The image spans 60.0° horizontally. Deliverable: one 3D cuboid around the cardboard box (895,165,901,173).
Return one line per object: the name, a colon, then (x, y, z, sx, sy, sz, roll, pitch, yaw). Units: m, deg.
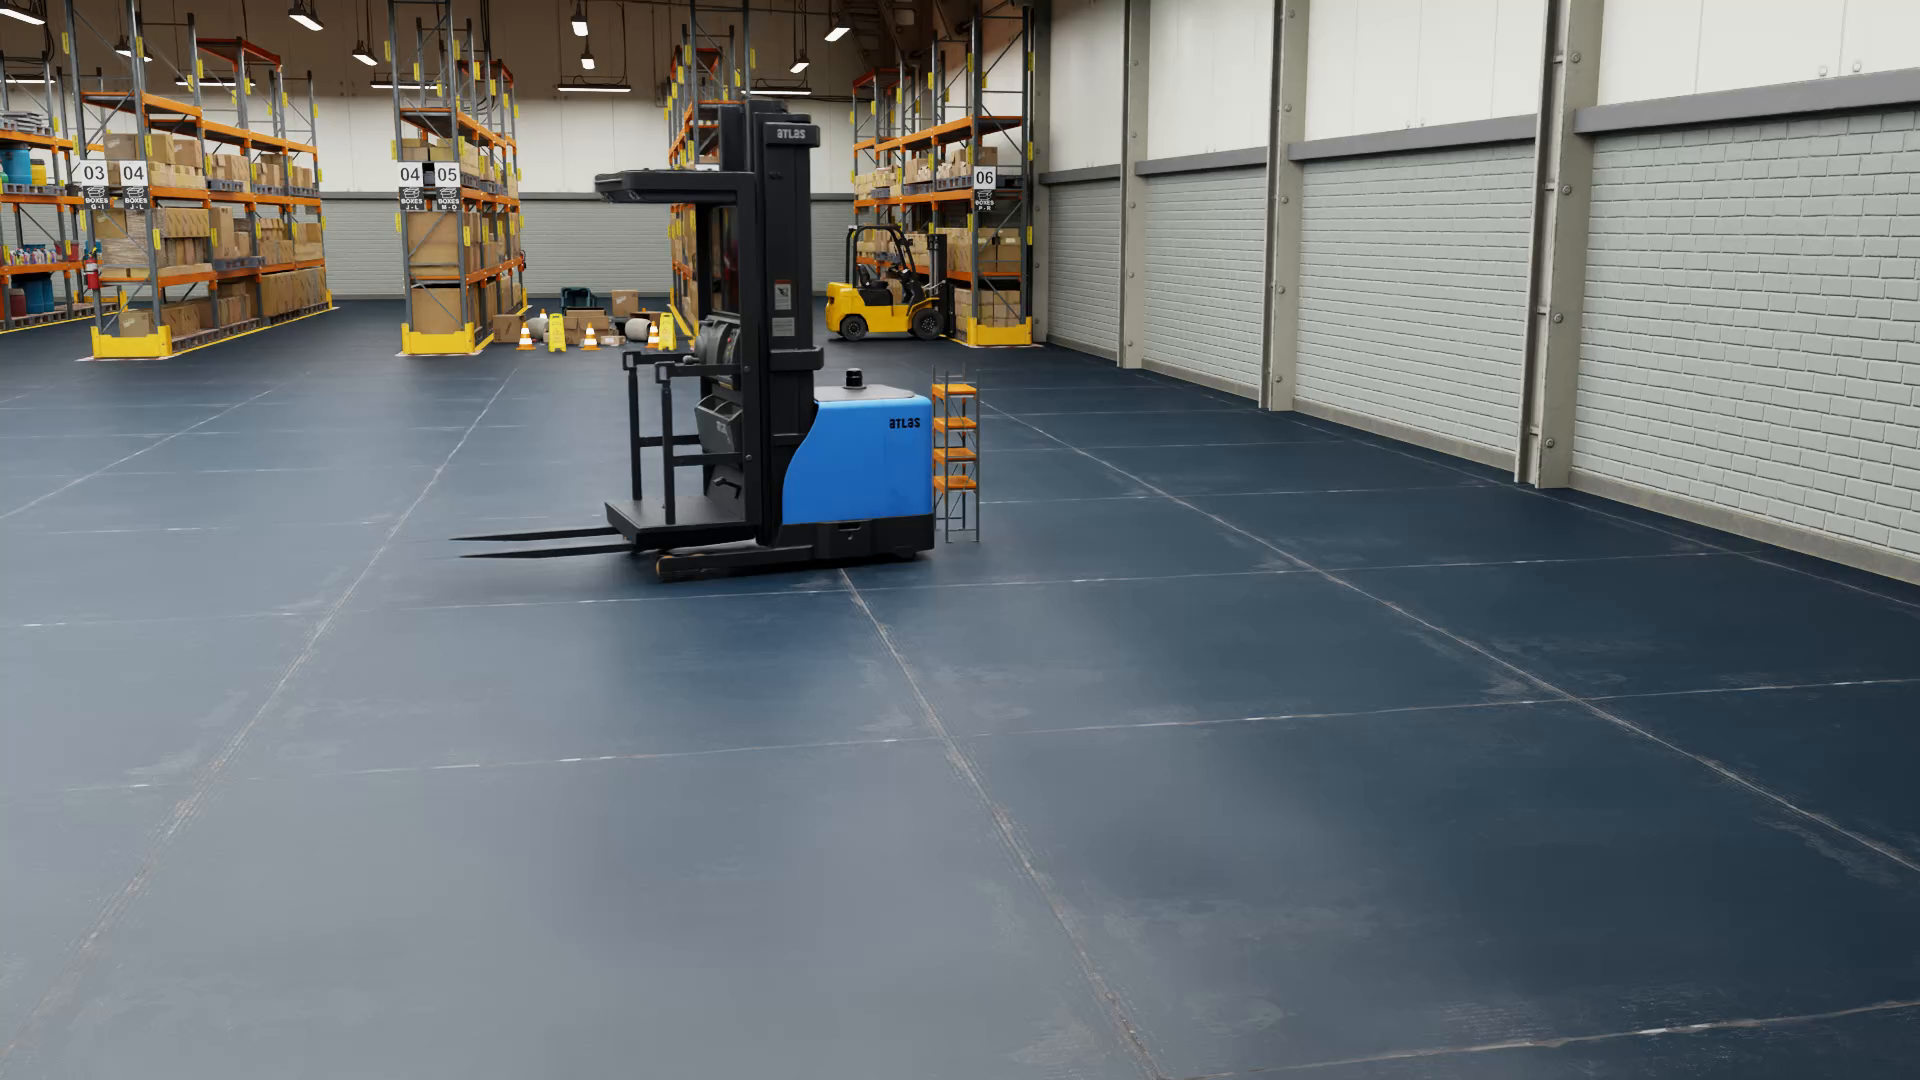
cardboard box: (-1.401, -9.145, 41.079, 0.396, 0.266, 0.258, -2, 11, -11)

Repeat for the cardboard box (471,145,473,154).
cardboard box: (-9.178, -7.200, 30.629, 0.380, 0.149, 0.250, -2, 11, -11)

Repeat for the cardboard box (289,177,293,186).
cardboard box: (-16.512, -8.768, 40.059, 0.700, 0.500, 0.500, -2, 11, -8)

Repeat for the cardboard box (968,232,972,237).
cardboard box: (0.367, -5.706, 30.857, 0.380, 0.149, 0.250, -2, 11, -11)

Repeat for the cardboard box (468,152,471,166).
cardboard box: (-9.120, -6.887, 30.053, 0.500, 0.250, 0.500, -2, 11, -11)

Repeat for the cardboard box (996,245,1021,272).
cardboard box: (0.898, -5.240, 30.939, 0.500, 0.500, 0.500, -2, 11, -9)

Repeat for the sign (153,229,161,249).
sign: (-13.335, -4.994, 27.595, 0.100, 0.325, 0.005, -2, 11, -11)

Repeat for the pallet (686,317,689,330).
pallet: (-5.318, -4.640, 35.509, 1.003, 0.211, 1.213, -2, 11, -11)

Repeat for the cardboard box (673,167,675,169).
cardboard box: (-6.593, -8.667, 39.795, 0.500, 0.500, 0.500, -2, 11, -12)

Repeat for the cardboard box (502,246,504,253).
cardboard box: (-10.947, -6.835, 39.135, 0.380, 0.149, 0.250, -2, 11, -11)

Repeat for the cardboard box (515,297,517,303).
cardboard box: (-11.364, -6.032, 41.868, 0.380, 0.149, 0.250, -2, 11, -13)

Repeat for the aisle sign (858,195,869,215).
aisle sign: (-2.691, -9.304, 45.602, 0.394, 0.787, 0.004, -2, 11, -11)

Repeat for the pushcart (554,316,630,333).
pushcart: (-7.151, -4.262, 33.082, 1.648, 0.377, 0.936, -6, 13, -31)

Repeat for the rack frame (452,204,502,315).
rack frame: (-10.538, -6.178, 36.132, 1.000, 3.000, 0.127, -2, 11, -11)

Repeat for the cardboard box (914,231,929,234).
cardboard box: (-0.781, -6.913, 38.604, 0.500, 0.500, 0.500, -2, 11, -8)

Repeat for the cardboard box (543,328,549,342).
cardboard box: (-7.619, -3.853, 31.228, 0.396, 0.266, 0.258, 0, 11, -1)

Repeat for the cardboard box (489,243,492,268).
cardboard box: (-9.792, -5.784, 33.795, 0.500, 0.500, 0.500, -2, 11, -11)

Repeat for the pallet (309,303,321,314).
pallet: (-16.513, -5.746, 41.322, 1.003, 0.211, 1.213, -2, 11, -11)

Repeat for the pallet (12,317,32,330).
pallet: (-20.476, -4.609, 35.347, 1.003, 0.211, 1.213, -2, 11, -11)

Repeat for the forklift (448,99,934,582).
forklift: (-1.737, -1.290, 10.633, 3.031, 2.935, 1.130, -4, 12, -22)

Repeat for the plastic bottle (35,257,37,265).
plastic bottle: (-20.376, -6.164, 36.592, 0.097, 0.201, 0.097, 0, 11, 0)

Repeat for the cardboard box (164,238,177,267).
cardboard box: (-14.217, -5.026, 29.019, 0.875, 0.500, 0.500, -2, 11, -11)

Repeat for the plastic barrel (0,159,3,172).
plastic barrel: (-20.774, -7.902, 35.682, 0.433, 0.535, 0.433, 0, 11, 0)

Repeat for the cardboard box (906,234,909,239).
cardboard box: (-1.008, -6.807, 37.436, 0.380, 0.149, 0.250, -2, 11, -10)

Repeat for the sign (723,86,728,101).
sign: (-5.172, -9.843, 36.632, 0.100, 0.325, 0.005, -2, 11, -11)

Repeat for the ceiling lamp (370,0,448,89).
ceiling lamp: (-15.014, -13.882, 44.954, 2.000, 3.185, 0.800, -2, 11, -11)

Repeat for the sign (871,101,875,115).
sign: (-2.148, -10.720, 41.239, 0.100, 0.325, 0.005, -2, 11, -11)

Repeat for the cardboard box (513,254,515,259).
cardboard box: (-11.354, -7.092, 41.605, 0.380, 0.149, 0.250, -2, 11, -8)

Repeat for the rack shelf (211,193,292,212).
rack shelf: (-15.812, -7.503, 36.995, 1.077, 0.370, 4.000, -2, 11, -11)

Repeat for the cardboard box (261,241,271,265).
cardboard box: (-15.353, -6.259, 36.289, 0.500, 0.500, 0.500, -2, 11, -13)

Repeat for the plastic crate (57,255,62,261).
plastic crate: (-21.010, -6.560, 38.684, 0.396, 0.136, 0.243, -2, 11, -11)

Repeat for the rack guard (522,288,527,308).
rack guard: (-12.079, -6.403, 44.001, 1.175, 0.500, 0.348, -2, 11, -11)

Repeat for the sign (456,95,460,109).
sign: (-11.852, -10.340, 39.244, 0.100, 0.325, 0.005, -2, 11, -11)

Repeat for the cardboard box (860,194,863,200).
cardboard box: (-2.441, -9.116, 44.218, 0.380, 0.149, 0.250, -2, 11, -11)

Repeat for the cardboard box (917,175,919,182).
cardboard box: (-0.718, -7.761, 35.711, 0.380, 0.149, 0.250, -2, 11, -12)

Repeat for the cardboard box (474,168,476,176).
cardboard box: (-9.225, -6.854, 30.944, 0.380, 0.149, 0.250, -2, 11, -11)

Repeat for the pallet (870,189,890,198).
pallet: (-1.554, -8.550, 41.076, 1.213, 0.211, 1.003, -2, 11, -11)

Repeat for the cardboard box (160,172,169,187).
cardboard box: (-13.814, -6.141, 28.315, 0.500, 0.250, 0.500, -2, 11, -12)

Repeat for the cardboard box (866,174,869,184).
cardboard box: (-2.144, -9.353, 43.058, 0.500, 0.250, 0.500, -2, 11, -10)

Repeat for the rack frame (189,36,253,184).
rack frame: (-15.423, -8.963, 34.720, 1.000, 3.000, 0.127, -2, 11, -11)

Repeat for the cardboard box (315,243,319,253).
cardboard box: (-16.526, -7.383, 42.071, 0.500, 0.250, 0.500, -2, 11, -12)

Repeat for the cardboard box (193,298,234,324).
cardboard box: (-14.927, -4.575, 33.217, 0.700, 0.500, 0.500, -3, 11, -16)

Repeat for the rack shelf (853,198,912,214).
rack shelf: (-2.001, -8.778, 43.695, 1.077, 0.370, 4.000, -2, 11, -11)

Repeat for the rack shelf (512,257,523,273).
rack shelf: (-11.705, -6.925, 41.980, 1.077, 0.370, 4.000, -2, 11, -11)

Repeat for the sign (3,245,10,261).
sign: (-19.743, -5.937, 34.432, 0.100, 0.325, 0.005, -2, 11, -11)

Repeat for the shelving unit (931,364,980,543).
shelving unit: (-0.032, -0.620, 11.744, 0.258, 1.200, 0.503, -2, 11, -11)

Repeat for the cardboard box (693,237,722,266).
cardboard box: (-4.522, -5.194, 29.899, 0.500, 0.500, 0.500, -2, 11, -12)
